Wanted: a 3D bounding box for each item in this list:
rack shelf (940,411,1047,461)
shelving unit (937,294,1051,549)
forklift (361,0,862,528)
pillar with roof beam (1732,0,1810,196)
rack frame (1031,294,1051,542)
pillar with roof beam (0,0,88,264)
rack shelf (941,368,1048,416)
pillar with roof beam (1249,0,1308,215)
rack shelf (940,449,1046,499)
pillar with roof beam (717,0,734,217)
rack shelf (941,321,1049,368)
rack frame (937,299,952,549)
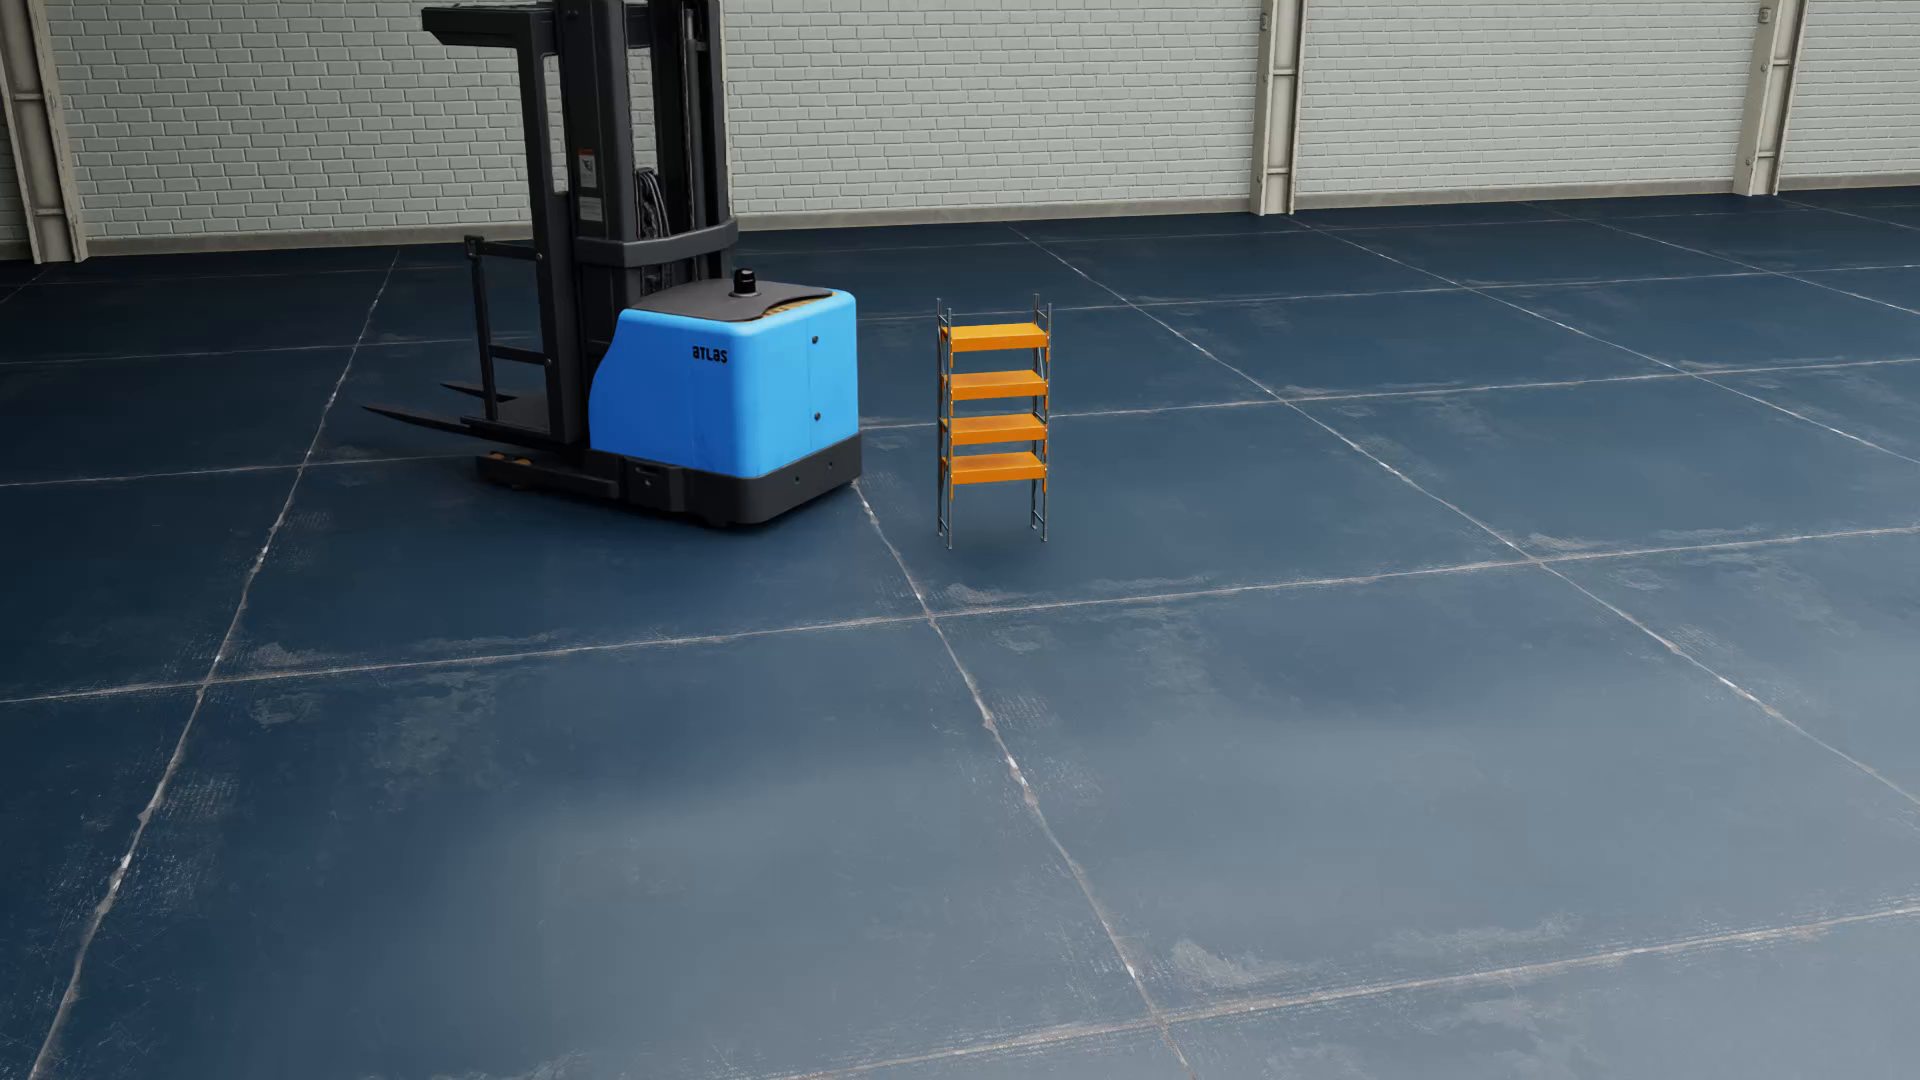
[{"bbox_3d":[0.161,-0.513,8.167,0.480,0.148,0.258,-5,21,-12],"label":"rack shelf"},{"bbox_3d":[0.161,-0.577,8.144,0.503,1.200,0.258,-5,21,-12],"label":"shelving unit"},{"bbox_3d":[-2.067,-1.794,8.951,3.031,2.935,1.130,11,23,28],"label":"forklift"},{"bbox_3d":[10.195,-6.801,13.799,0.400,9.000,9.100,-5,21,-12],"label":"pillar with roof beam"},{"bbox_3d":[0.399,-0.596,8.197,0.015,1.200,0.240,-5,21,-12],"label":"rack frame"},{"bbox_3d":[-7.322,-5.377,9.909,0.400,9.000,9.100,-5,21,-12],"label":"pillar with roof beam"},{"bbox_3d":[0.161,-0.723,8.090,0.480,0.148,0.258,-5,21,-12],"label":"rack shelf"},{"bbox_3d":[4.356,-6.326,12.502,0.400,9.000,9.100,-5,21,-12],"label":"pillar with roof beam"},{"bbox_3d":[0.161,-0.327,8.235,0.480,0.148,0.258,-5,21,-12],"label":"rack shelf"},{"bbox_3d":[-1.483,-5.852,11.206,0.400,9.000,9.100,-5,21,-12],"label":"pillar with roof beam"},{"bbox_3d":[0.161,-0.945,8.009,0.480,0.148,0.258,-5,21,-12],"label":"rack shelf"},{"bbox_3d":[-0.076,-0.557,8.091,0.015,1.200,0.240,-5,21,-12],"label":"rack frame"}]
